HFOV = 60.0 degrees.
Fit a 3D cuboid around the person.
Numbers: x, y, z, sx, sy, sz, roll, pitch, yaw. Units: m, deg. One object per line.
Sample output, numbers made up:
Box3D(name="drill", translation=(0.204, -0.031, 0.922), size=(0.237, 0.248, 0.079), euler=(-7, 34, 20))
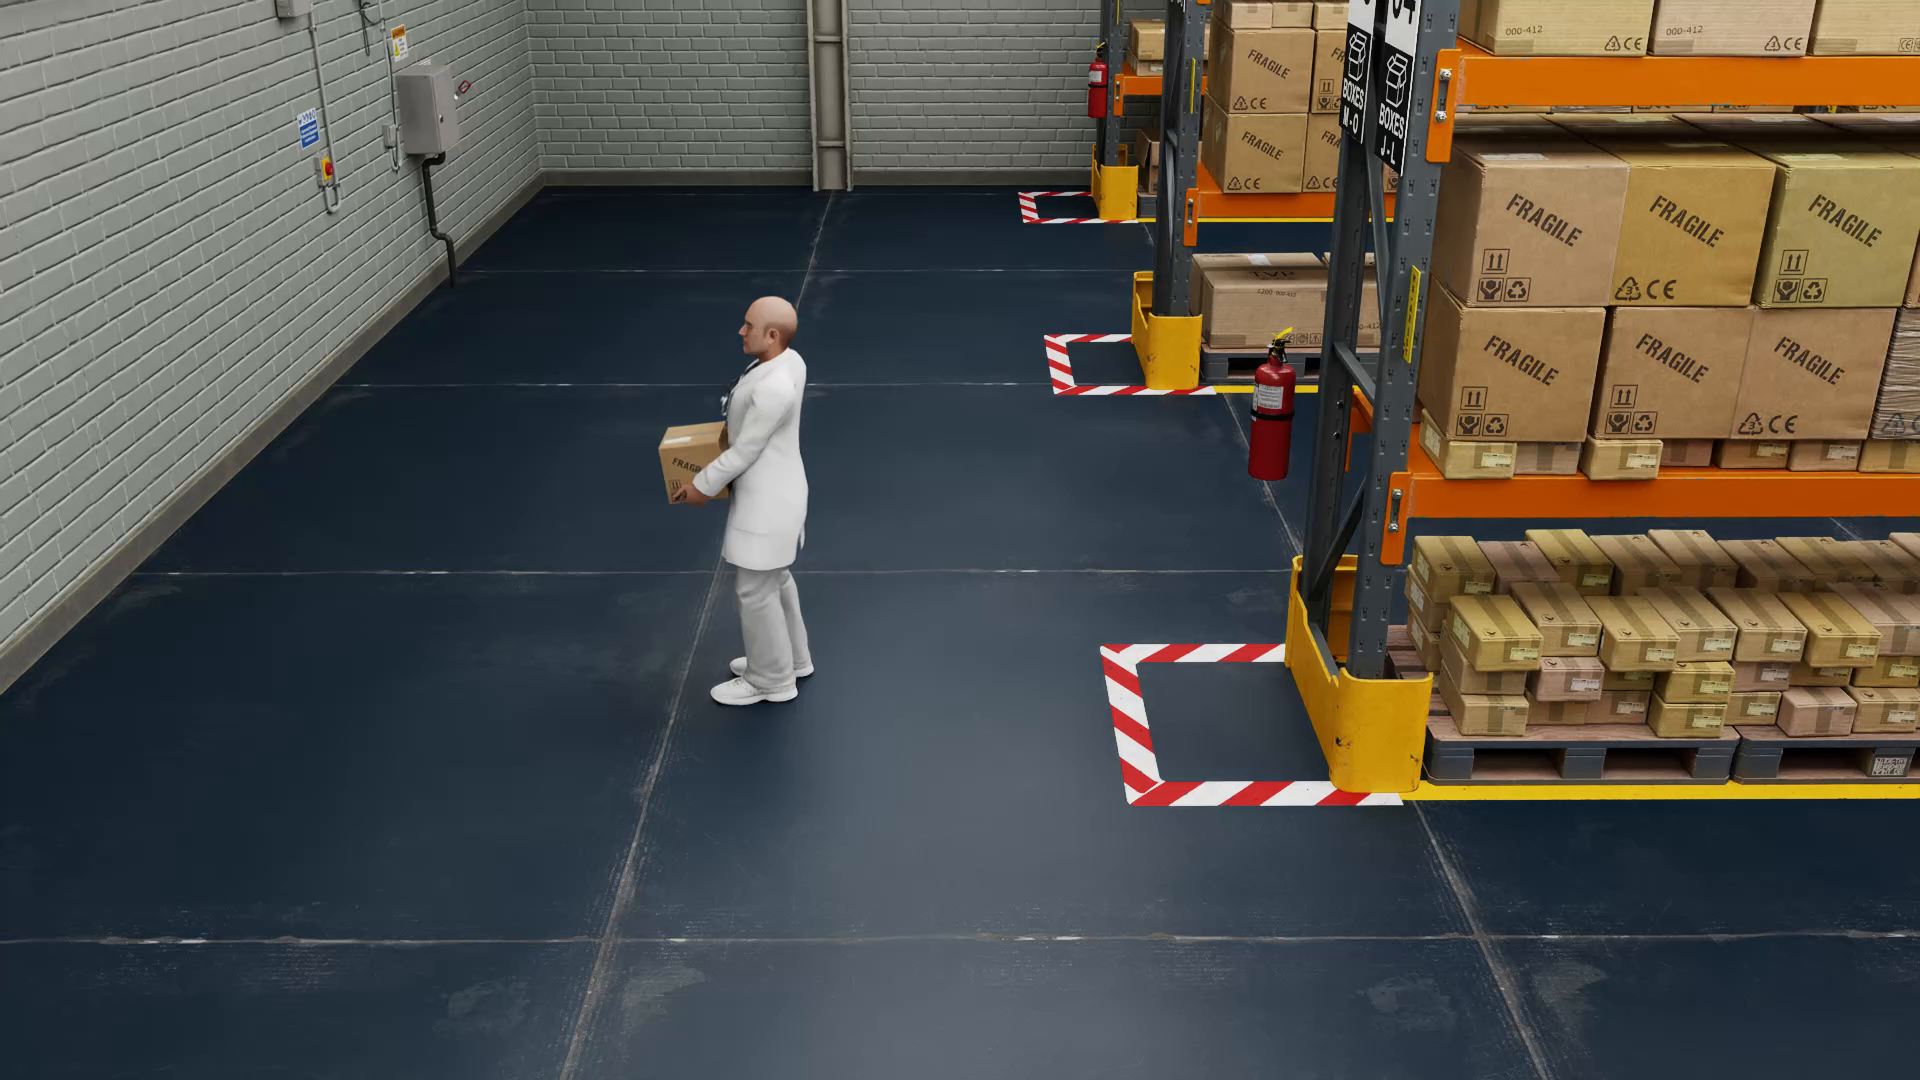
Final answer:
Box3D(name="person", translation=(-0.892, -0.158, 6.973), size=(0.553, 1.778, 0.539), euler=(0, 24, -1))
